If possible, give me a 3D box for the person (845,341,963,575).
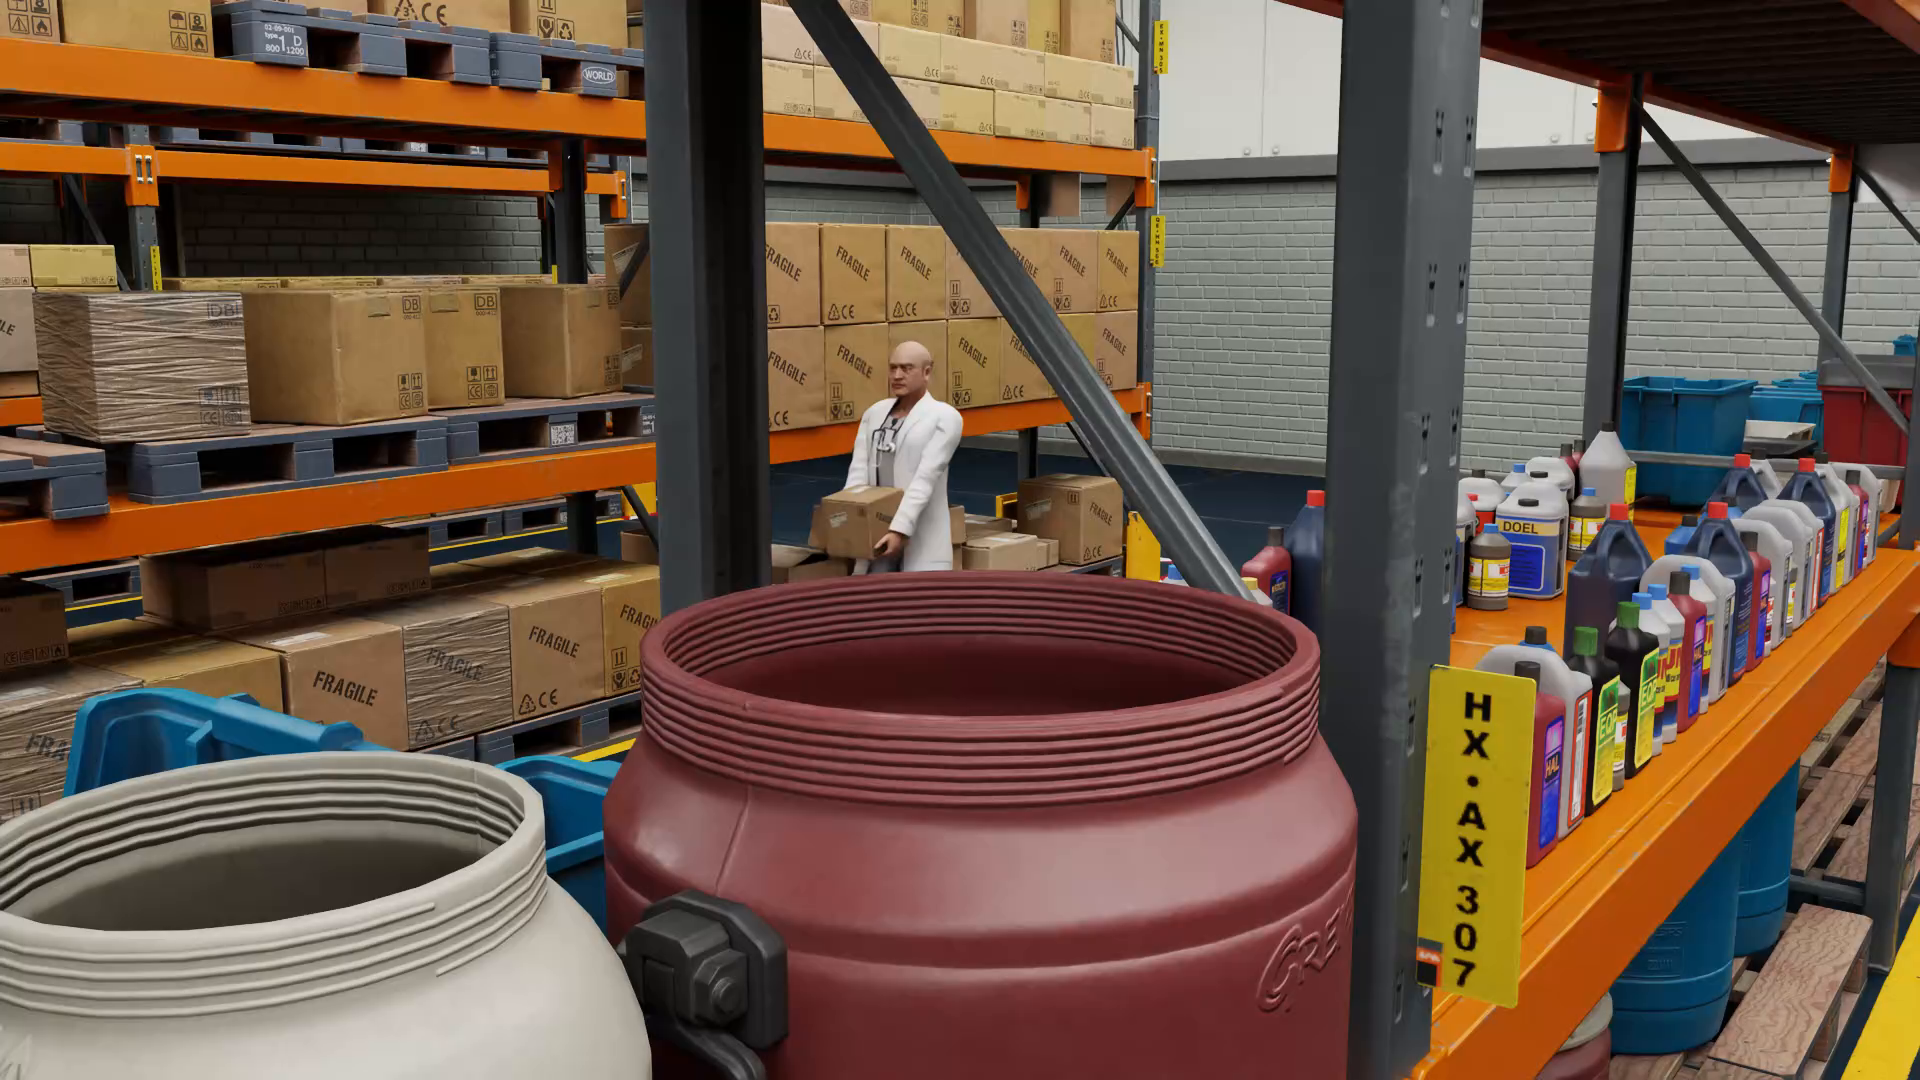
[{"bbox_3d":[-0.293,0.036,7.233,0.523,1.780,0.558,7,12,35],"label":"person"}]
